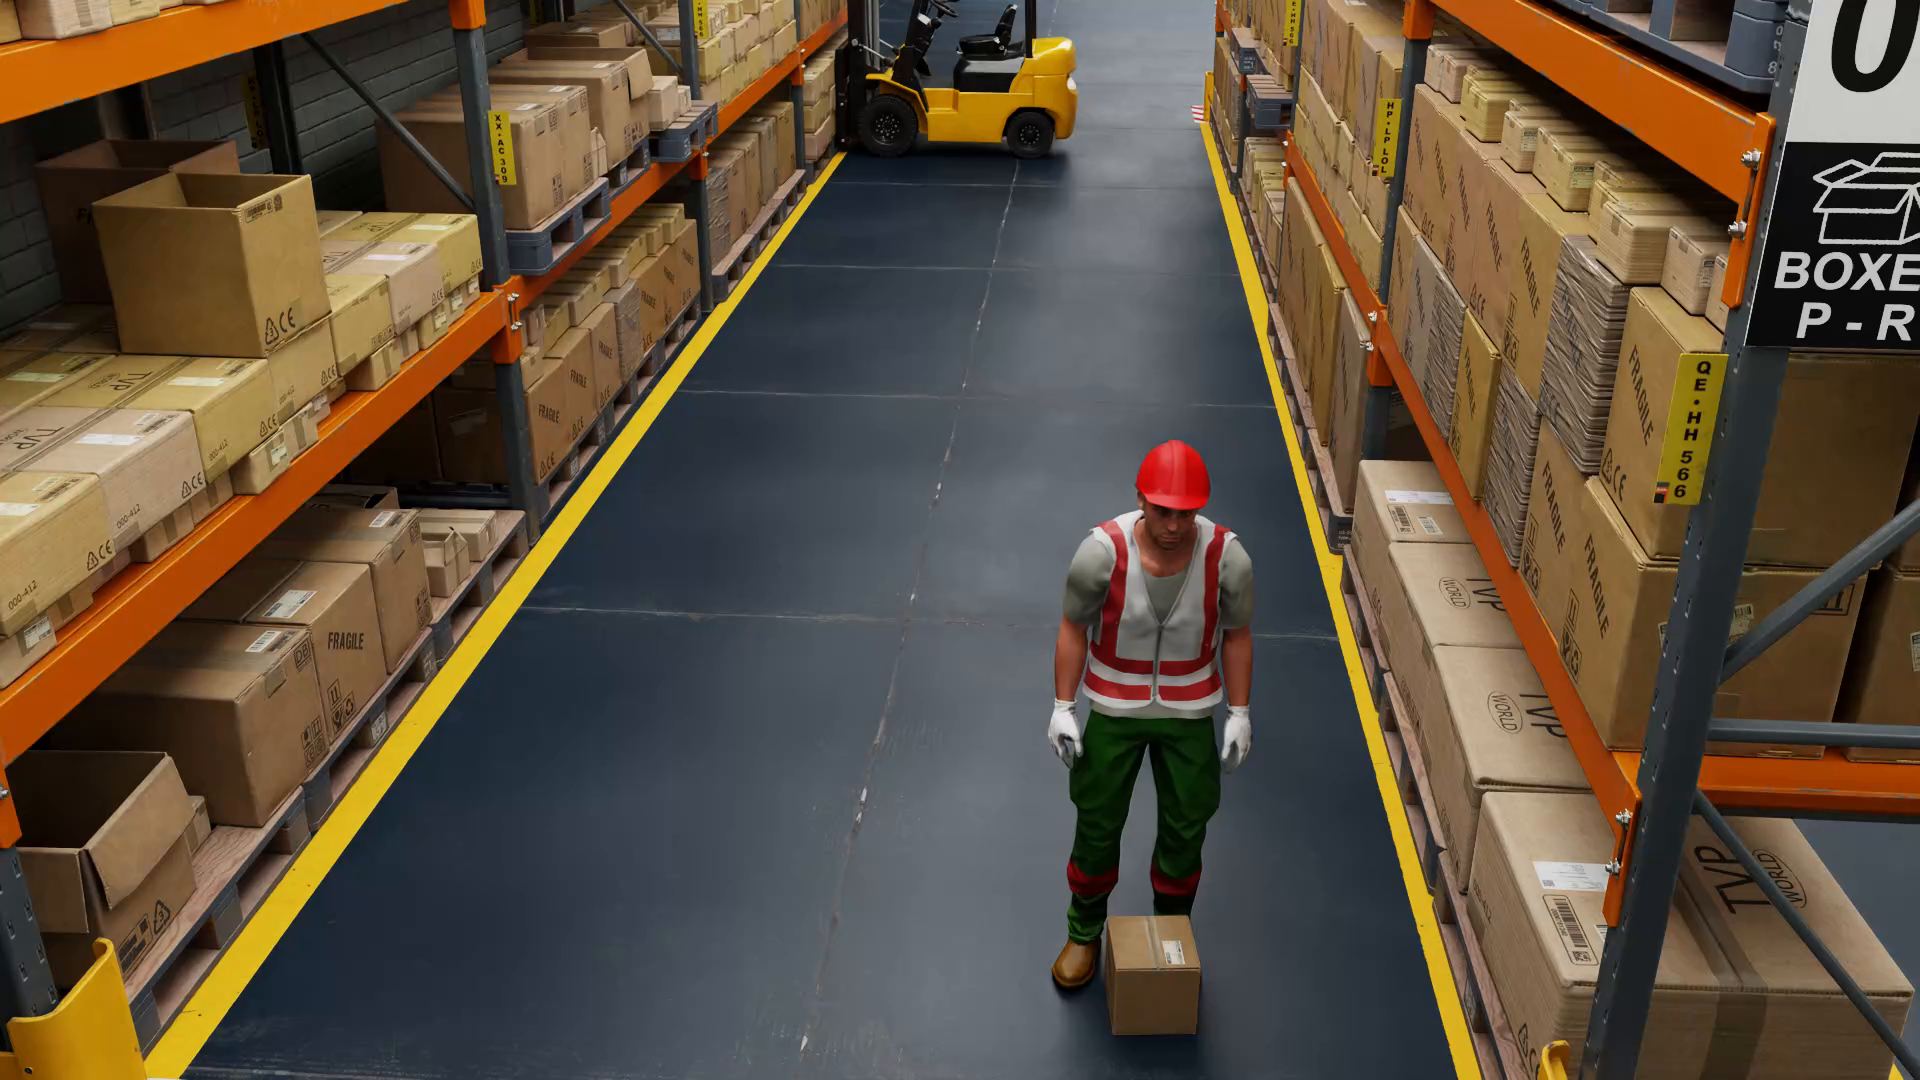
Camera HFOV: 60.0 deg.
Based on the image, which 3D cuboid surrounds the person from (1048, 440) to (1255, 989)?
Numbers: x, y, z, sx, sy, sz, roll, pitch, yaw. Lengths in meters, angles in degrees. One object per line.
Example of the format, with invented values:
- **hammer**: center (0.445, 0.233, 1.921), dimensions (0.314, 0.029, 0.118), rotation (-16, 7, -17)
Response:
- **person**: center (0.565, 0.526, 4.919), dimensions (0.607, 1.779, 0.451), rotation (1, 24, 2)
